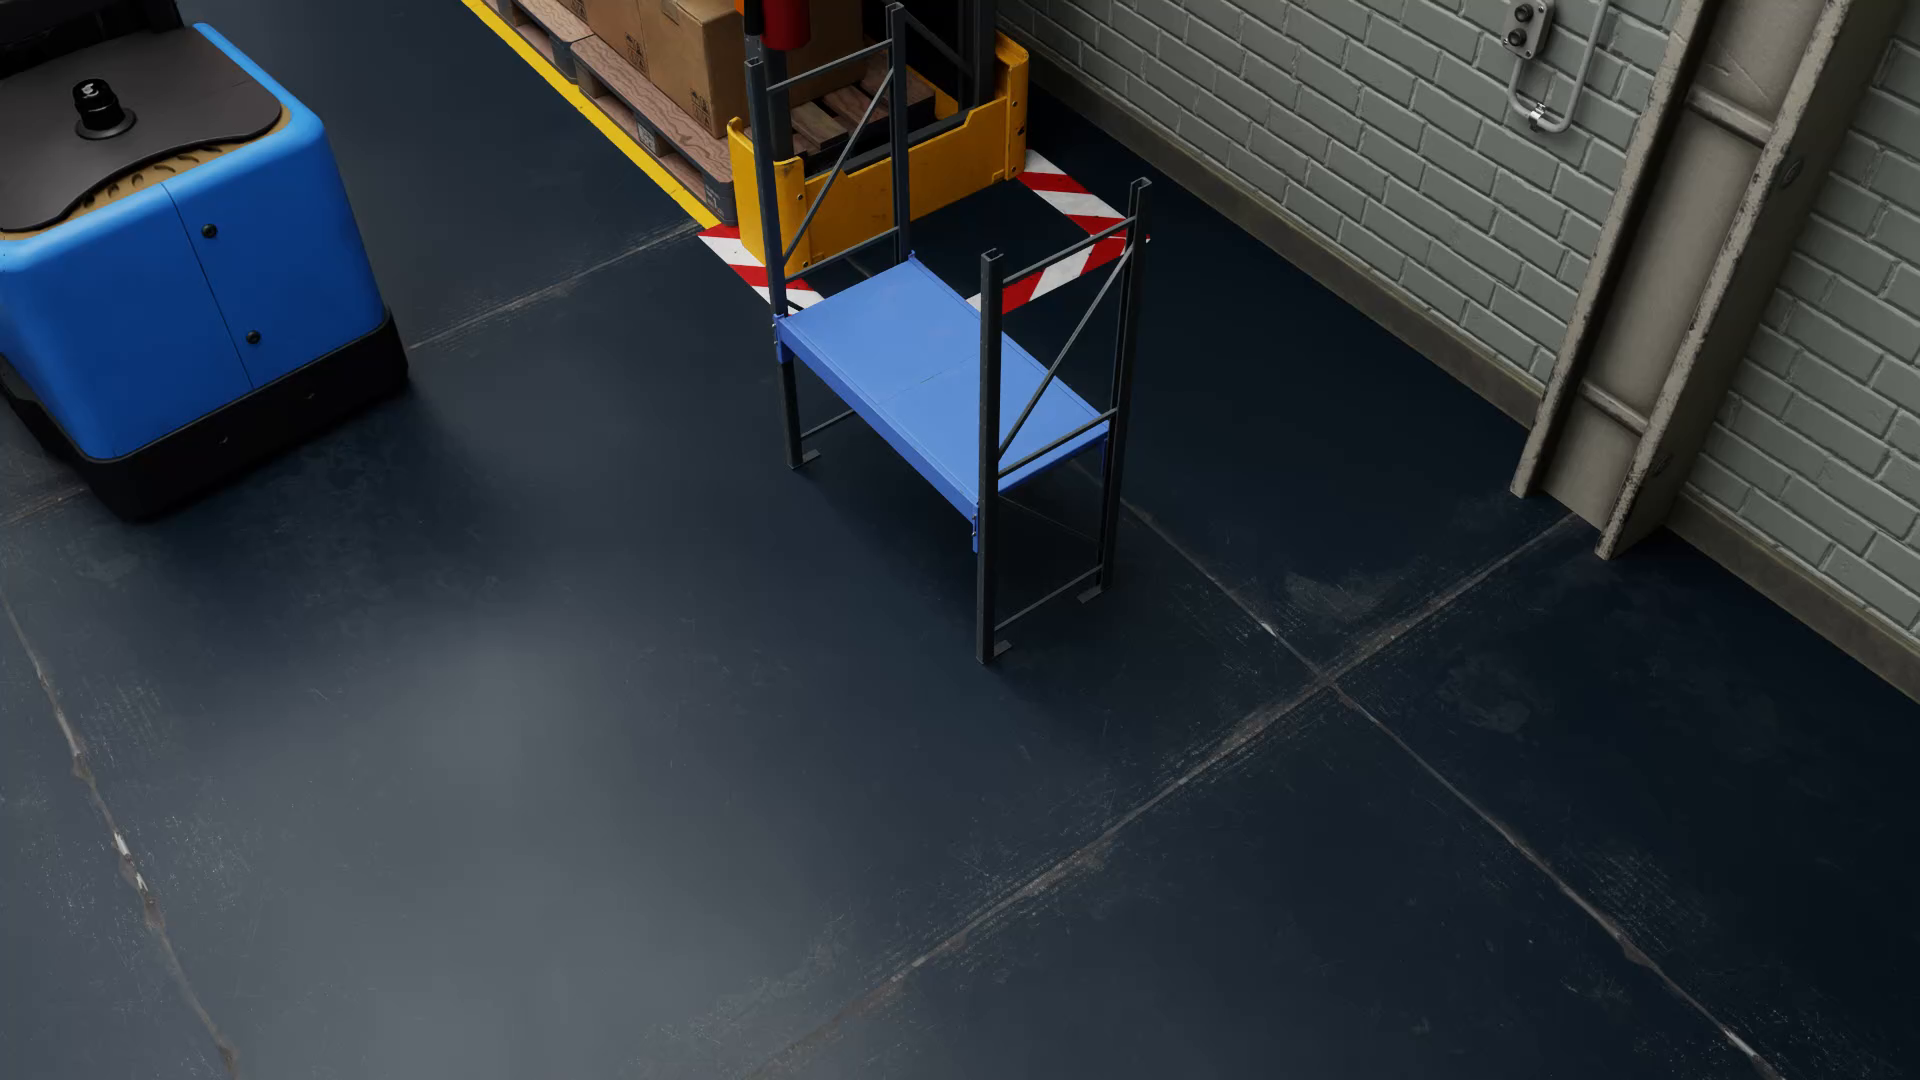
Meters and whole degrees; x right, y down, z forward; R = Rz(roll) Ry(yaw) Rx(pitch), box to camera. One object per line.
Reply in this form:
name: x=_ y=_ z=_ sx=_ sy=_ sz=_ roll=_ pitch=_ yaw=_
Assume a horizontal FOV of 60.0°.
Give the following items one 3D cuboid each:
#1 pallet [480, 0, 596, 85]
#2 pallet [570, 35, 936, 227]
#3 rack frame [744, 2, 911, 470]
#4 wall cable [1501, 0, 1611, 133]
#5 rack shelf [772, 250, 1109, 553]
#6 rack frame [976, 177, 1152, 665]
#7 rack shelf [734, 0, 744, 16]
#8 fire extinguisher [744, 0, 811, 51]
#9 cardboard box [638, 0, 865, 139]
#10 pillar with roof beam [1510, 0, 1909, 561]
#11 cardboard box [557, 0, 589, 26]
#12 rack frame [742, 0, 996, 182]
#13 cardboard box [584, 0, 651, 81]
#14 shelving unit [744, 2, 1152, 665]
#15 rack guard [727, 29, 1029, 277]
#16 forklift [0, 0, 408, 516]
pallet: x=-1.581 y=-2.547 z=7.417 sx=1.003 sy=0.211 sz=1.213 roll=-29 pitch=54 yaw=-24
pallet: x=-0.846 y=-1.828 z=6.765 sx=1.003 sy=0.211 sz=1.213 roll=-29 pitch=54 yaw=-24
rack frame: x=-0.359 y=-0.854 z=5.012 sx=0.500 sy=1.500 sz=0.032 roll=-29 pitch=54 yaw=-24
wall cable: x=1.228 y=-2.339 z=4.660 sx=0.084 sy=1.984 sz=1.851 roll=-29 pitch=54 yaw=-24
rack shelf: x=-0.052 y=-0.433 z=4.873 sx=0.538 sy=0.185 sz=1.000 roll=-29 pitch=54 yaw=-24
rack frame: x=0.256 y=-0.254 z=4.468 sx=0.500 sy=1.500 sz=0.032 roll=-29 pitch=54 yaw=-24
rack shelf: x=-1.511 y=-3.266 z=6.672 sx=1.077 sy=0.370 sz=4.000 roll=-29 pitch=54 yaw=-24
fire extinguisher: x=-0.576 y=-1.881 z=5.235 sx=0.296 sy=0.674 sz=0.183 roll=-29 pitch=54 yaw=-24
cardboard box: x=-0.803 y=-1.998 z=6.440 sx=0.700 sy=0.500 sz=0.500 roll=-29 pitch=54 yaw=-24
pillar with roof beam: x=-1.403 y=-1.208 z=0.271 sx=9.100 sy=9.000 sz=0.400 roll=-29 pitch=54 yaw=-24
cardboard box: x=-1.411 y=-2.589 z=6.976 sx=0.700 sy=0.500 sz=0.500 roll=-31 pitch=55 yaw=-25
rack frame: x=-0.300 y=-2.328 z=5.336 sx=1.000 sy=3.000 sz=0.127 roll=-29 pitch=54 yaw=-24
cardboard box: x=-1.106 y=-2.293 z=6.708 sx=0.700 sy=0.500 sz=0.500 roll=-30 pitch=54 yaw=-24
shelving unit: x=-0.052 y=-0.554 z=4.740 sx=0.538 sy=1.500 sz=1.048 roll=-29 pitch=54 yaw=-24
rack guard: x=-0.285 y=-1.475 z=6.250 sx=1.175 sy=0.500 sz=0.348 roll=-29 pitch=54 yaw=-24
forklift: x=-3.259 y=-2.061 z=5.140 sx=1.130 sy=2.935 sz=3.031 roll=-35 pitch=57 yaw=-27
